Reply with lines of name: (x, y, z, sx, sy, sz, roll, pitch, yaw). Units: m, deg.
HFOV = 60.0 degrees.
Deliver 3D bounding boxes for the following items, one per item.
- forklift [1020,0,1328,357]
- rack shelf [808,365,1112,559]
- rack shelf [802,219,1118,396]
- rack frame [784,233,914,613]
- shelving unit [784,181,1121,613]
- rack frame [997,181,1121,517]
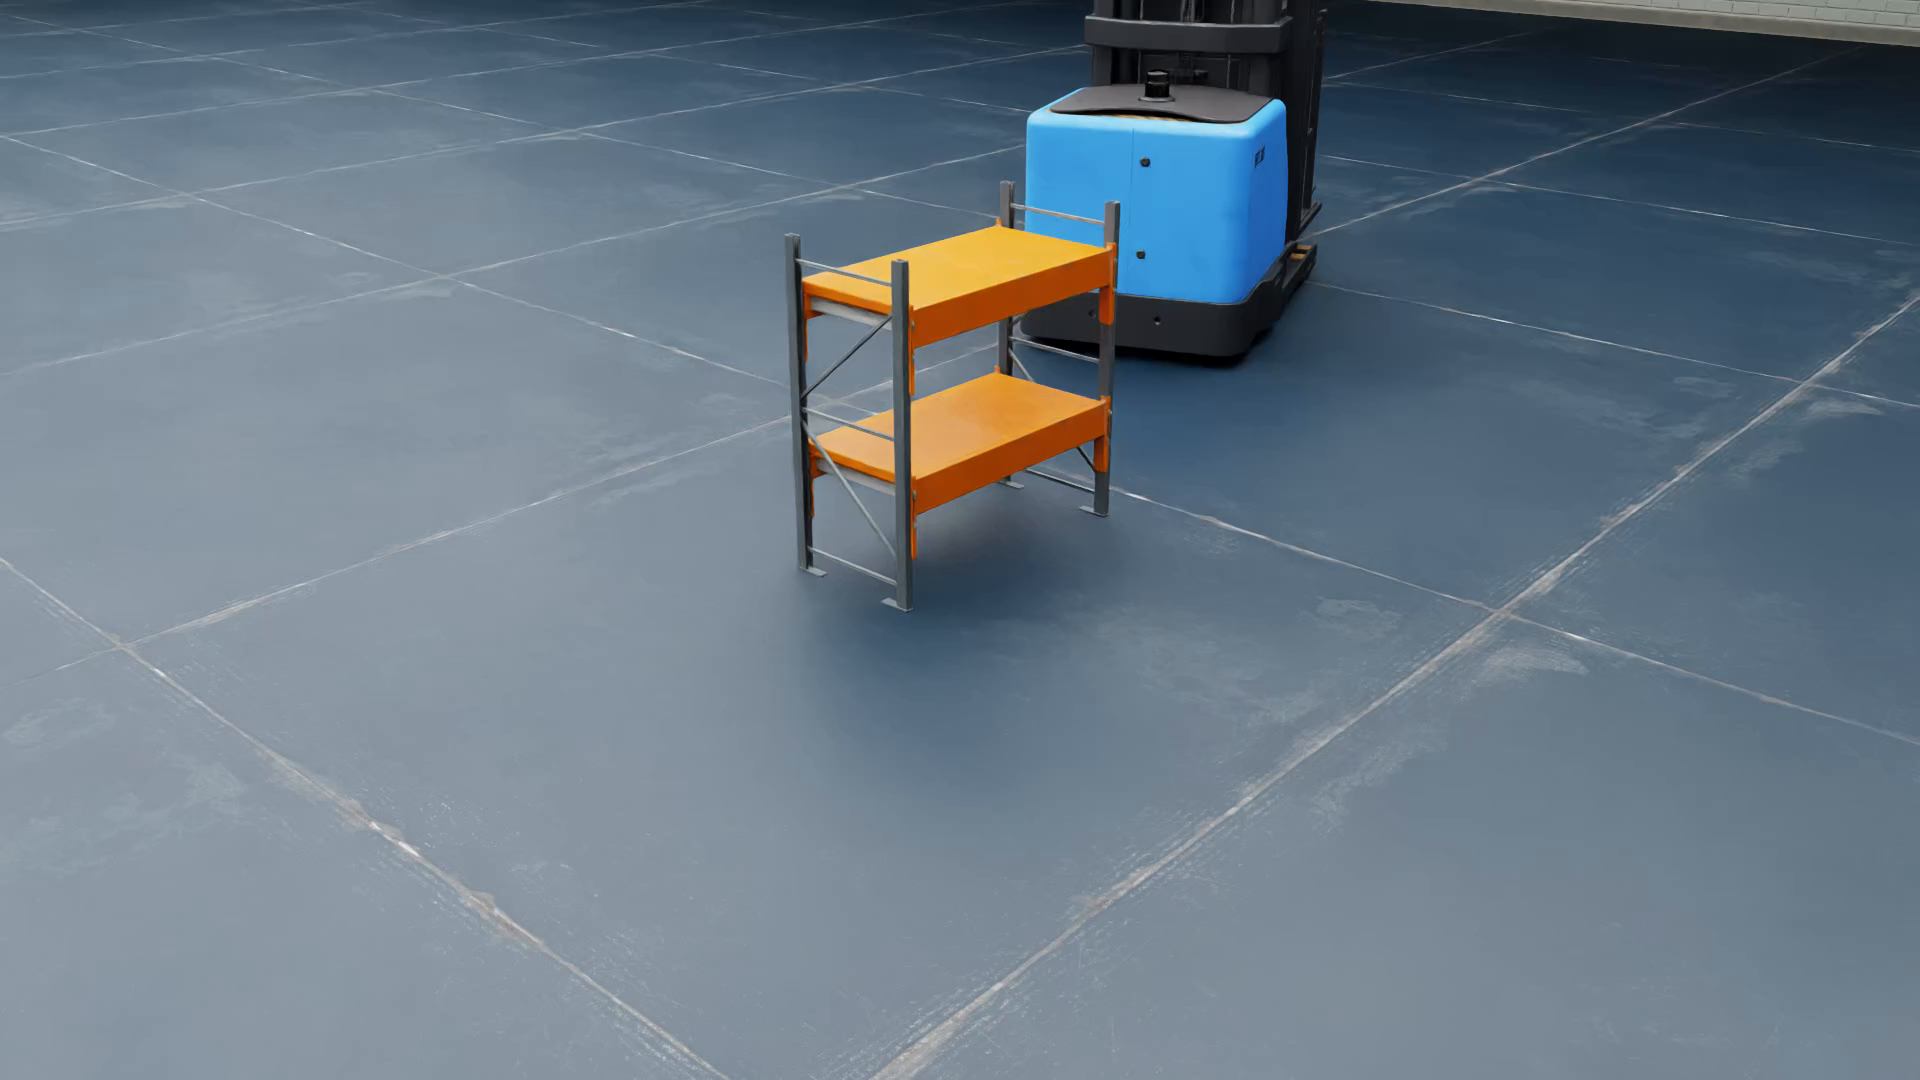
forklift: (1.273, -2.728, 8.253, 1.130, 2.935, 3.031, 9, 26, 19)
rack shelf: (-0.005, -0.288, 5.615, 0.538, 0.278, 1.000, 20, 31, 38)
rack shelf: (-0.005, -0.778, 5.396, 0.538, 0.278, 1.000, 20, 31, 38)
rack frame: (-0.344, -0.356, 5.170, 0.500, 1.125, 0.032, 20, 31, 38)
shelving unit: (-0.005, -0.511, 5.515, 0.538, 1.125, 1.048, 20, 31, 38)
rack frame: (0.335, -0.666, 5.861, 0.500, 1.125, 0.032, 20, 31, 38)
